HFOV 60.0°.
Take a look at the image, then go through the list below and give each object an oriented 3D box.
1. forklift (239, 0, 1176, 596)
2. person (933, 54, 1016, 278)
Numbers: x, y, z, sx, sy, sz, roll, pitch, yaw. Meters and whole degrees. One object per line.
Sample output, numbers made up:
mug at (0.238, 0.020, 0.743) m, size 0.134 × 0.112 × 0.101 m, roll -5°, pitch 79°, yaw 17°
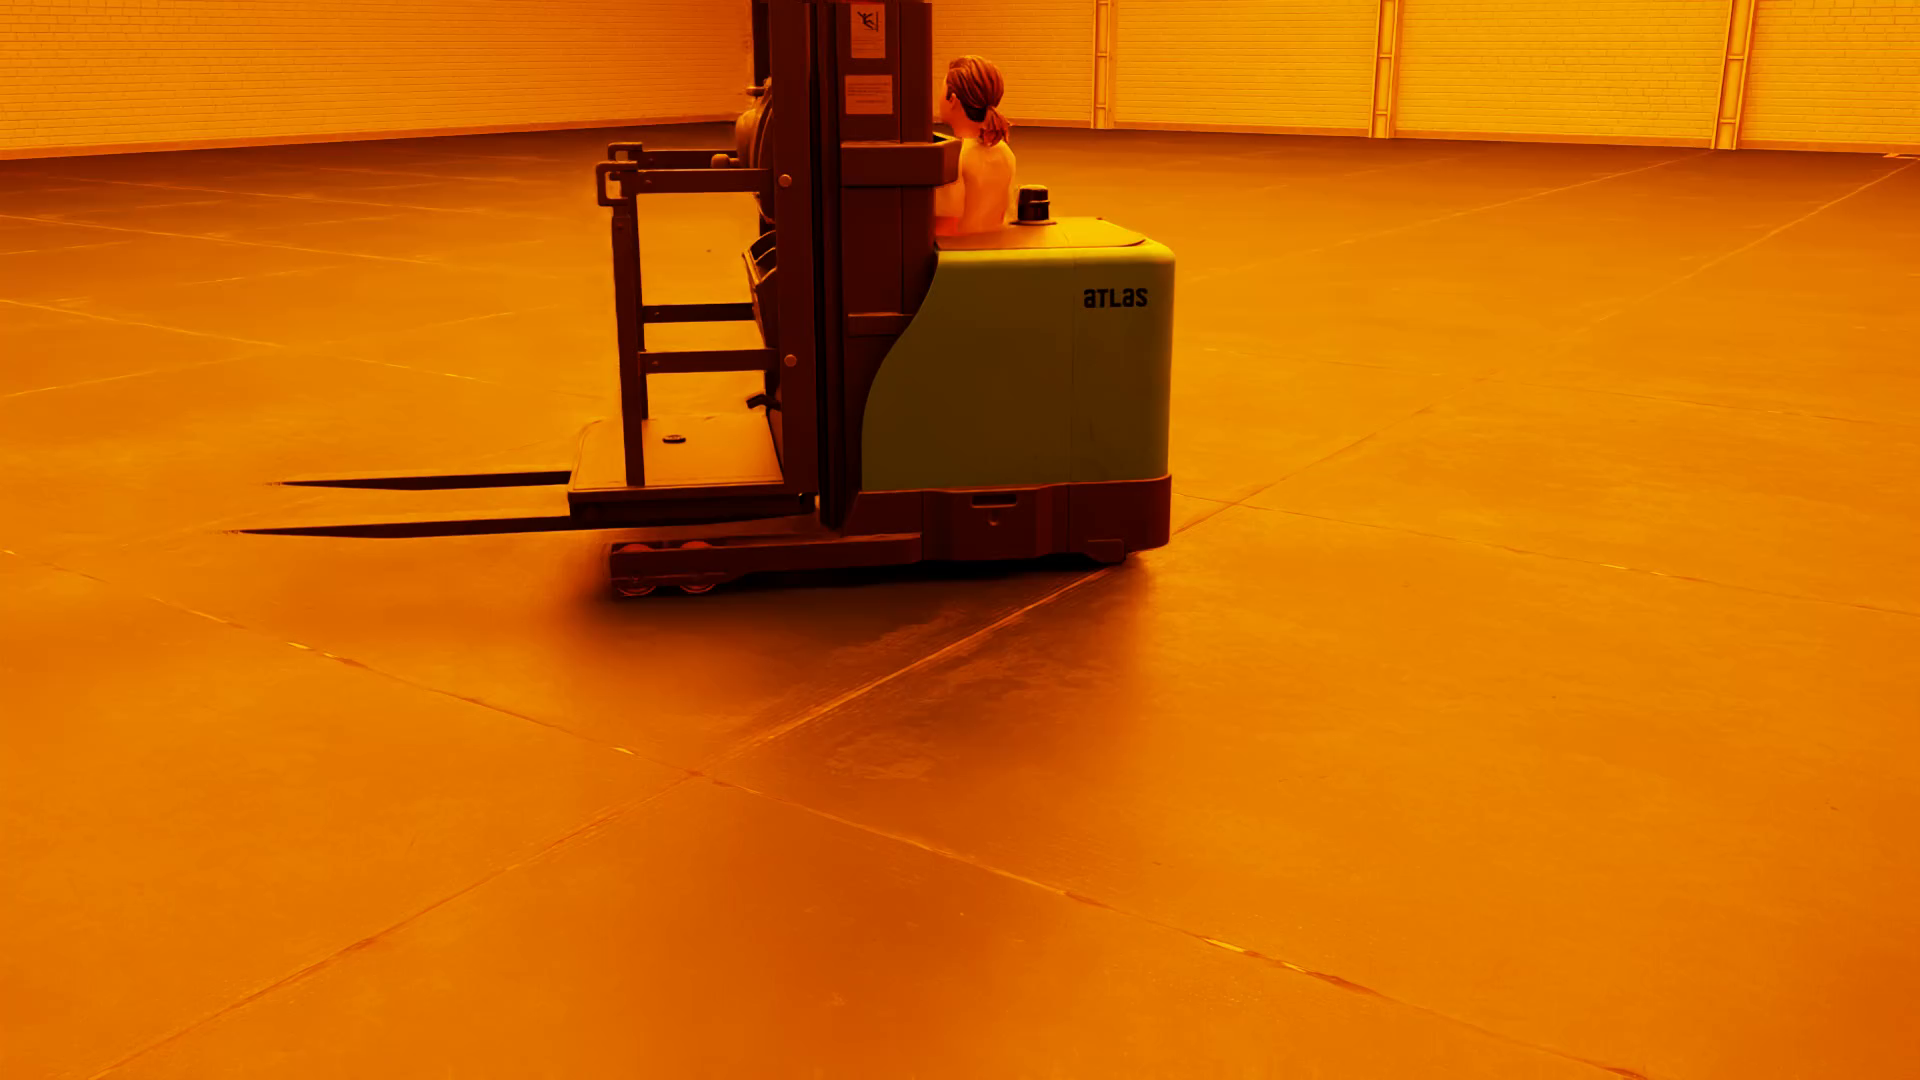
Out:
forklift at (-0.849, -1.386, 5.467) m, size 3.031 × 2.935 × 1.130 m, roll -3°, pitch 17°, yaw -9°
person at (-0.016, -0.801, 5.715) m, size 0.445 × 1.669 × 0.437 m, roll 11°, pitch 20°, yaw 33°
